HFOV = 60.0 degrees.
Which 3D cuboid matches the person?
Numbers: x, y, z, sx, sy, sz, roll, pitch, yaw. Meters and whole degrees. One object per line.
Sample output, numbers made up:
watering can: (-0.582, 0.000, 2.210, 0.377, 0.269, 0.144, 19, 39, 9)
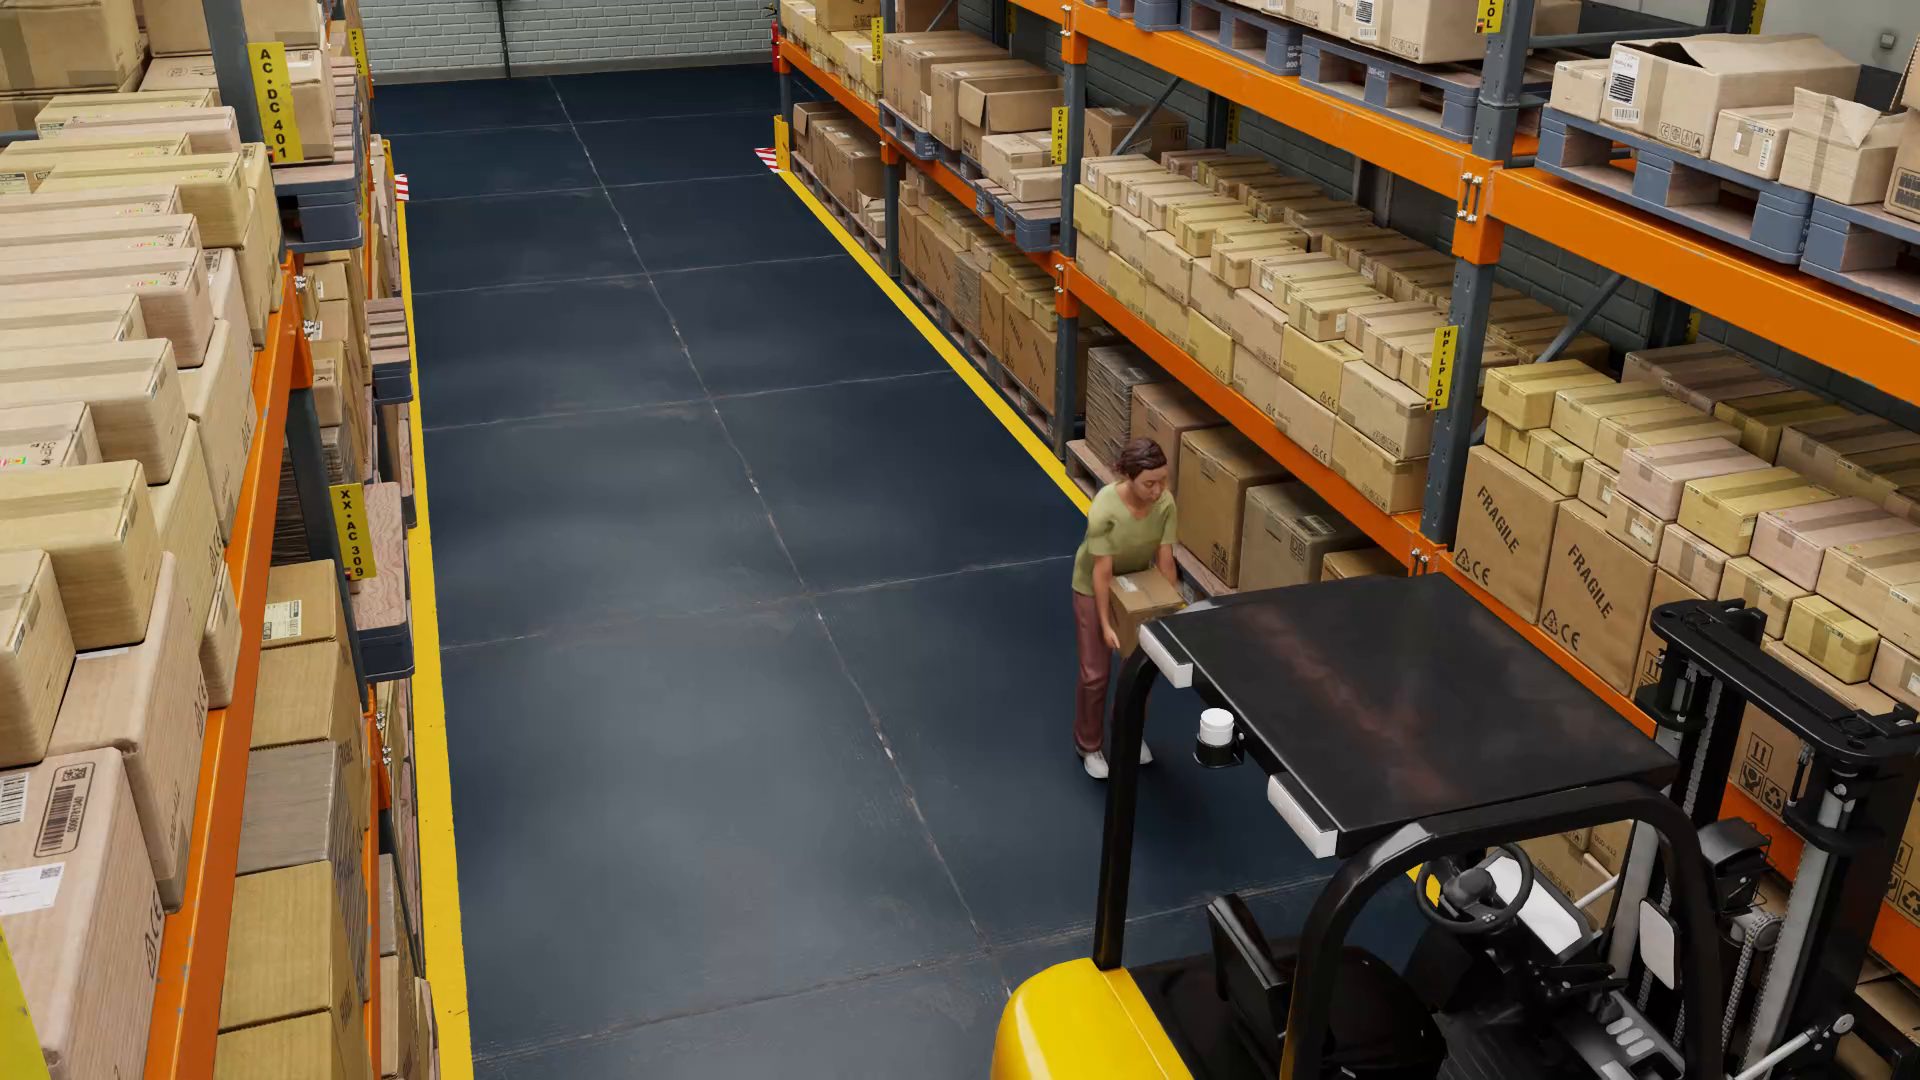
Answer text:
person: (0.708, 0.276, 7.125, 0.404, 1.623, 0.536, -9, 28, -17)
